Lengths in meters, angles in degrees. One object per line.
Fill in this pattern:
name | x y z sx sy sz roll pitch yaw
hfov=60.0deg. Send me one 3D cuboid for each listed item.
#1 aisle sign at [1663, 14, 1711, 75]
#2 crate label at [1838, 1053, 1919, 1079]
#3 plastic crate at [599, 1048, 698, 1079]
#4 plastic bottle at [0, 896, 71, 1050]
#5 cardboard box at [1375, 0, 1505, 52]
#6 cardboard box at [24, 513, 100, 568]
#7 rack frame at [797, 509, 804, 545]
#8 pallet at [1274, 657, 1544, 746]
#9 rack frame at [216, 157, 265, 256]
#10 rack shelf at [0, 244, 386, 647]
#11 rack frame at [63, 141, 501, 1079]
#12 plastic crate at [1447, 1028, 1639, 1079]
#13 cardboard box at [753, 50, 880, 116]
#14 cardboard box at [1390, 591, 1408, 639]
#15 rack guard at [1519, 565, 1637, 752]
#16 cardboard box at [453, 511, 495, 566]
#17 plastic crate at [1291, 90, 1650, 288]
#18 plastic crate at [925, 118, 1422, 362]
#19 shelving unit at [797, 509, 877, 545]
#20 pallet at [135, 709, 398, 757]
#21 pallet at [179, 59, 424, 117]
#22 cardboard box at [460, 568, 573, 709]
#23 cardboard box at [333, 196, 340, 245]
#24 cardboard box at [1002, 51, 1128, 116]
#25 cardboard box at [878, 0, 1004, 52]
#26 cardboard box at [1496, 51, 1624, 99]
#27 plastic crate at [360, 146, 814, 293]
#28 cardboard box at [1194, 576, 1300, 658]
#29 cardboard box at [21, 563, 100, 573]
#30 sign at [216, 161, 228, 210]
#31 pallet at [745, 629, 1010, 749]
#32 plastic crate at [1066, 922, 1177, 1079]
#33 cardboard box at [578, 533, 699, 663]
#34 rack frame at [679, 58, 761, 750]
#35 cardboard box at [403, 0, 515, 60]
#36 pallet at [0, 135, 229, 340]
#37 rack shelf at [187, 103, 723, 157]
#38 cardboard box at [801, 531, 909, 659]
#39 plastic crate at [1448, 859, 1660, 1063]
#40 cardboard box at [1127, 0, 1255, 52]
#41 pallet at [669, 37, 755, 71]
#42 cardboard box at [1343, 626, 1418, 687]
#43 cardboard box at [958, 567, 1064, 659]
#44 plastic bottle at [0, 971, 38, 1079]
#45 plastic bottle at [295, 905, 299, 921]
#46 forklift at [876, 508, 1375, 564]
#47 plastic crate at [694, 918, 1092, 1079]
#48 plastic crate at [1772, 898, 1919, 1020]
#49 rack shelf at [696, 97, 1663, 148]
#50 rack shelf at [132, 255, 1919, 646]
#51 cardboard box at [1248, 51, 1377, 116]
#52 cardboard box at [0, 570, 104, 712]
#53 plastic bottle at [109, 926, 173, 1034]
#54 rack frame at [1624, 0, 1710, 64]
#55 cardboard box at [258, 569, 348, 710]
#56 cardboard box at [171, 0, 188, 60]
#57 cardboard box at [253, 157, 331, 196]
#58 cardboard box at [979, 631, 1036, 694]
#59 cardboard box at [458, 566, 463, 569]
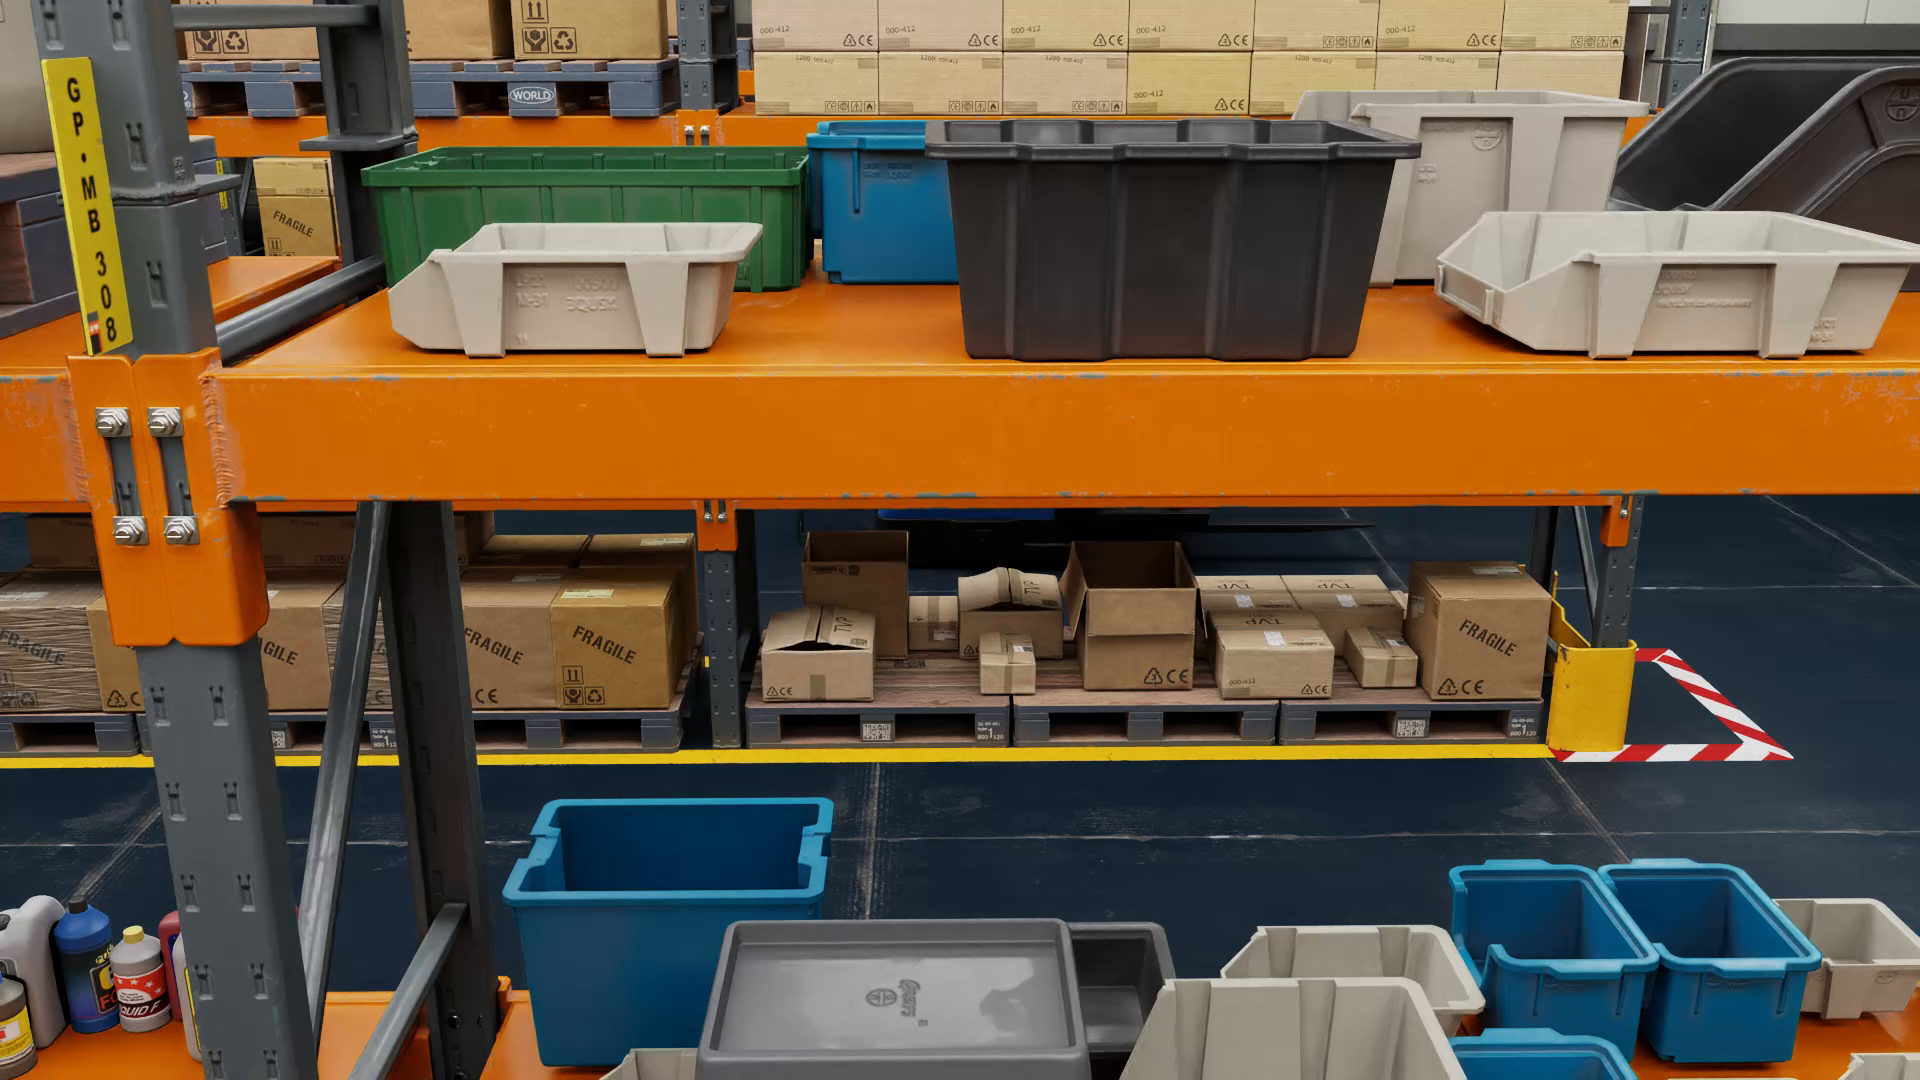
aisle sign | 3.002 -1.790 6.962 0.004 0.787 0.394 0 18 -1
crate label | 1.623 1.029 2.762 0.243 0.136 0.396 0 18 -1
plastic crate | -0.529 1.025 2.775 0.243 0.136 0.396 0 18 -1
plastic bottle | -1.831 0.833 3.242 0.135 0.276 0.152 0 18 -1
cardboard box | 1.919 -2.158 6.879 0.500 0.250 0.500 0 18 -1
cardboard box | -4.082 -0.061 7.972 0.500 0.250 0.500 0 18 1
rack frame | -1.010 -0.574 10.373 0.015 1.200 0.240 0 18 0
pallet | 2.056 0.687 8.061 1.213 0.211 1.003 0 18 -1
rack frame | -5.152 -2.120 12.245 0.127 3.000 1.000 0 18 -1
rack shelf | -2.996 -0.190 2.495 4.000 0.370 1.077 0 18 -1
rack frame | -0.996 0.887 2.873 0.127 3.000 1.000 0 18 -1
plastic crate | 0.954 1.007 2.675 0.300 0.233 0.416 0 18 -1
cardboard box | -0.581 -1.910 6.926 0.500 0.250 0.500 0 18 -1
cardboard box | 2.255 0.392 8.332 0.250 0.166 0.380 0 18 -1
rack guard | 2.853 0.545 8.030 0.348 0.500 1.175 0 18 -1
cardboard box | -2.558 -0.070 7.999 0.500 0.250 0.500 0 18 -1
plastic crate | 0.782 -0.588 2.754 0.530 0.282 0.437 0 18 -1
plastic crate | 0.250 -0.402 2.193 0.590 0.269 0.497 0 18 -1
shelving unit | -0.766 -0.574 10.372 0.503 1.200 0.258 0 18 0
pallet | -3.106 0.724 7.946 1.213 0.211 1.003 0 18 -1
pallet | -2.761 -1.977 7.198 1.003 0.211 1.213 0 18 -1
cardboard box | -2.054 0.444 7.624 0.500 0.500 0.500 0 18 -1
cardboard box | -4.139 -2.243 11.944 0.500 0.500 0.500 0 18 1
cardboard box | 0.419 -1.913 6.936 0.500 0.250 0.500 0 18 -1
cardboard box | -0.081 -2.151 6.858 0.500 0.250 0.500 0 18 -1
cardboard box | 2.419 -1.919 6.955 0.500 0.250 0.500 0 18 -1
plastic crate | -0.577 -0.535 2.741 0.662 0.188 0.450 0 18 -1
cardboard box | 1.381 0.375 8.249 0.500 0.250 0.500 0 18 -1
cardboard box | -4.139 0.298 8.081 0.500 0.500 0.500 0 18 1
sign | -5.134 -2.468 11.564 0.005 0.325 0.100 0 18 -1
pallet | -0.384 0.699 8.025 1.213 0.211 1.003 0 18 -1
plastic crate | 0.119 0.902 3.179 0.590 0.125 0.437 0 18 -1
cardboard box | -1.558 0.282 8.129 0.500 0.500 0.500 -1 18 -3
rack frame | -1.071 -0.626 7.589 0.127 3.000 1.000 0 18 -1
cardboard box | -2.243 -2.360 7.067 0.600 0.600 0.600 0 18 -1
pallet | -1.778 -0.418 2.339 1.003 0.211 1.213 0 18 -1
rack shelf | -3.070 -1.702 7.211 4.000 0.370 1.077 0 18 -1
cardboard box | -0.505 0.265 8.183 0.500 0.500 0.500 0 18 -1
plastic crate | 1.135 0.827 3.235 0.300 0.233 0.416 0 18 -1
cardboard box | 0.919 -2.152 6.862 0.500 0.250 0.500 0 18 -1
pallet | -2.069 -3.457 11.816 1.217 0.209 0.805 -1 18 -3
cardboard box | 1.983 0.546 7.852 0.250 0.166 0.380 0 18 -1
cardboard box | 0.244 0.352 8.223 0.500 0.311 0.500 0 18 -1
plastic bottle | -1.810 0.907 3.135 0.097 0.201 0.097 0 18 0
plastic bottle | -1.370 0.814 3.292 0.133 0.283 0.061 0 18 -1
forklift | 1.013 -1.379 10.046 3.031 2.935 1.130 0 18 0
plastic crate | -0.099 0.900 2.629 0.583 0.464 0.402 0 18 -1
plastic crate | 1.751 0.844 3.338 0.298 0.136 0.250 0 18 -1
rack shelf | 0.929 -1.722 7.271 4.000 0.370 1.077 0 18 -1
rack shelf | 1.004 -0.209 2.555 4.000 0.370 1.077 0 18 -1
cardboard box | 1.419 -1.914 6.938 0.500 0.250 0.500 0 18 -1
cardboard box | -4.087 0.455 7.592 0.500 0.500 0.500 -1 18 -3
plastic bottle | -1.618 0.859 3.283 0.097 0.201 0.097 0 18 0
rack frame | 2.929 -3.502 6.733 0.127 3.000 1.000 0 18 -1
cardboard box | -3.064 0.450 7.607 0.500 0.500 0.500 -1 18 -3
cardboard box | -3.605 -2.100 7.110 0.500 0.500 0.910 0 18 -1
cardboard box | -4.665 -2.599 11.829 0.500 0.250 0.500 0 18 0
cardboard box | 0.217 0.570 7.778 0.250 0.166 0.380 0 18 -1
cardboard box | -2.591 0.288 8.110 0.500 0.500 0.500 0 18 0
